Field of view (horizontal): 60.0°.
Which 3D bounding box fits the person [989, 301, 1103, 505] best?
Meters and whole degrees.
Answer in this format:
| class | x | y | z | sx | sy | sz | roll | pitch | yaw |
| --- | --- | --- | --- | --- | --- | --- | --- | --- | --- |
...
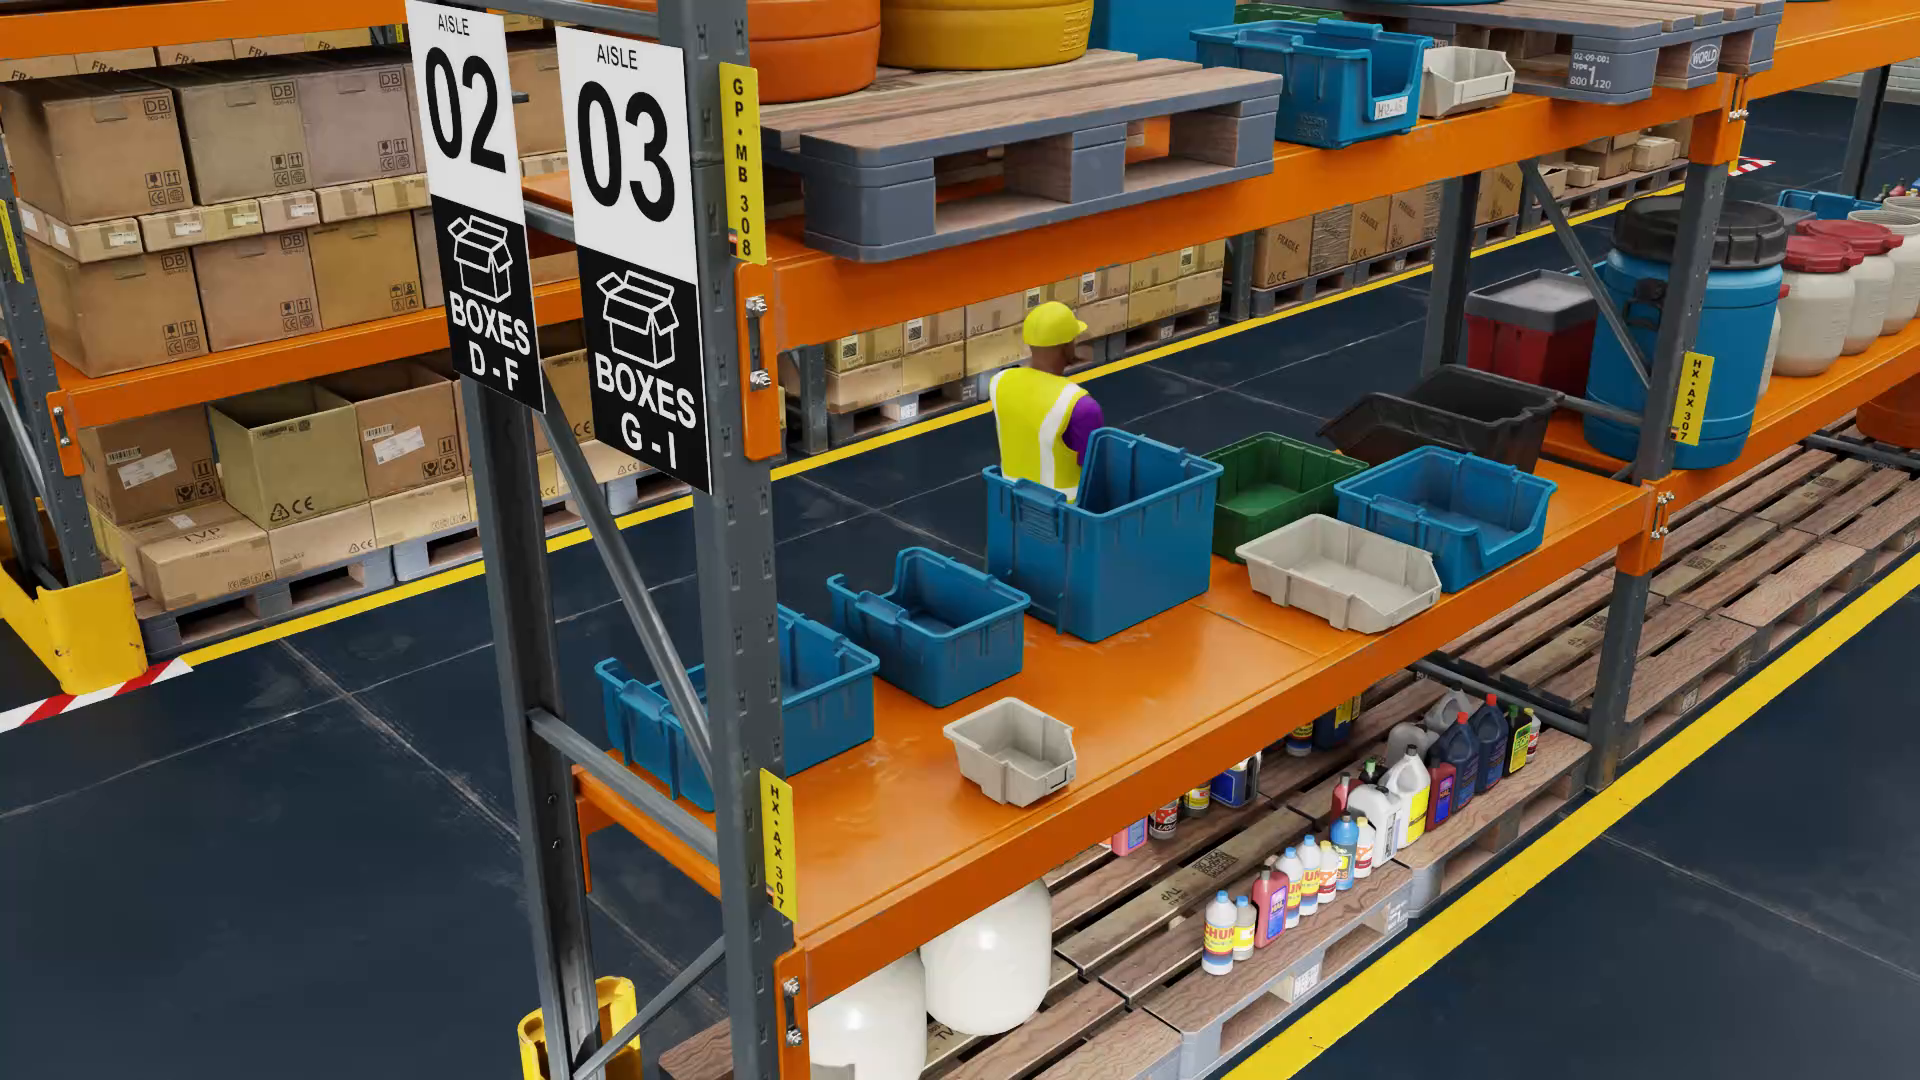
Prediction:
| class | x | y | z | sx | sy | sz | roll | pitch | yaw |
| --- | --- | --- | --- | --- | --- | --- | --- | --- | --- |
| person | 0.414 | -0.129 | 6.860 | 0.520 | 1.769 | 0.558 | -21 | 32 | -39 |
